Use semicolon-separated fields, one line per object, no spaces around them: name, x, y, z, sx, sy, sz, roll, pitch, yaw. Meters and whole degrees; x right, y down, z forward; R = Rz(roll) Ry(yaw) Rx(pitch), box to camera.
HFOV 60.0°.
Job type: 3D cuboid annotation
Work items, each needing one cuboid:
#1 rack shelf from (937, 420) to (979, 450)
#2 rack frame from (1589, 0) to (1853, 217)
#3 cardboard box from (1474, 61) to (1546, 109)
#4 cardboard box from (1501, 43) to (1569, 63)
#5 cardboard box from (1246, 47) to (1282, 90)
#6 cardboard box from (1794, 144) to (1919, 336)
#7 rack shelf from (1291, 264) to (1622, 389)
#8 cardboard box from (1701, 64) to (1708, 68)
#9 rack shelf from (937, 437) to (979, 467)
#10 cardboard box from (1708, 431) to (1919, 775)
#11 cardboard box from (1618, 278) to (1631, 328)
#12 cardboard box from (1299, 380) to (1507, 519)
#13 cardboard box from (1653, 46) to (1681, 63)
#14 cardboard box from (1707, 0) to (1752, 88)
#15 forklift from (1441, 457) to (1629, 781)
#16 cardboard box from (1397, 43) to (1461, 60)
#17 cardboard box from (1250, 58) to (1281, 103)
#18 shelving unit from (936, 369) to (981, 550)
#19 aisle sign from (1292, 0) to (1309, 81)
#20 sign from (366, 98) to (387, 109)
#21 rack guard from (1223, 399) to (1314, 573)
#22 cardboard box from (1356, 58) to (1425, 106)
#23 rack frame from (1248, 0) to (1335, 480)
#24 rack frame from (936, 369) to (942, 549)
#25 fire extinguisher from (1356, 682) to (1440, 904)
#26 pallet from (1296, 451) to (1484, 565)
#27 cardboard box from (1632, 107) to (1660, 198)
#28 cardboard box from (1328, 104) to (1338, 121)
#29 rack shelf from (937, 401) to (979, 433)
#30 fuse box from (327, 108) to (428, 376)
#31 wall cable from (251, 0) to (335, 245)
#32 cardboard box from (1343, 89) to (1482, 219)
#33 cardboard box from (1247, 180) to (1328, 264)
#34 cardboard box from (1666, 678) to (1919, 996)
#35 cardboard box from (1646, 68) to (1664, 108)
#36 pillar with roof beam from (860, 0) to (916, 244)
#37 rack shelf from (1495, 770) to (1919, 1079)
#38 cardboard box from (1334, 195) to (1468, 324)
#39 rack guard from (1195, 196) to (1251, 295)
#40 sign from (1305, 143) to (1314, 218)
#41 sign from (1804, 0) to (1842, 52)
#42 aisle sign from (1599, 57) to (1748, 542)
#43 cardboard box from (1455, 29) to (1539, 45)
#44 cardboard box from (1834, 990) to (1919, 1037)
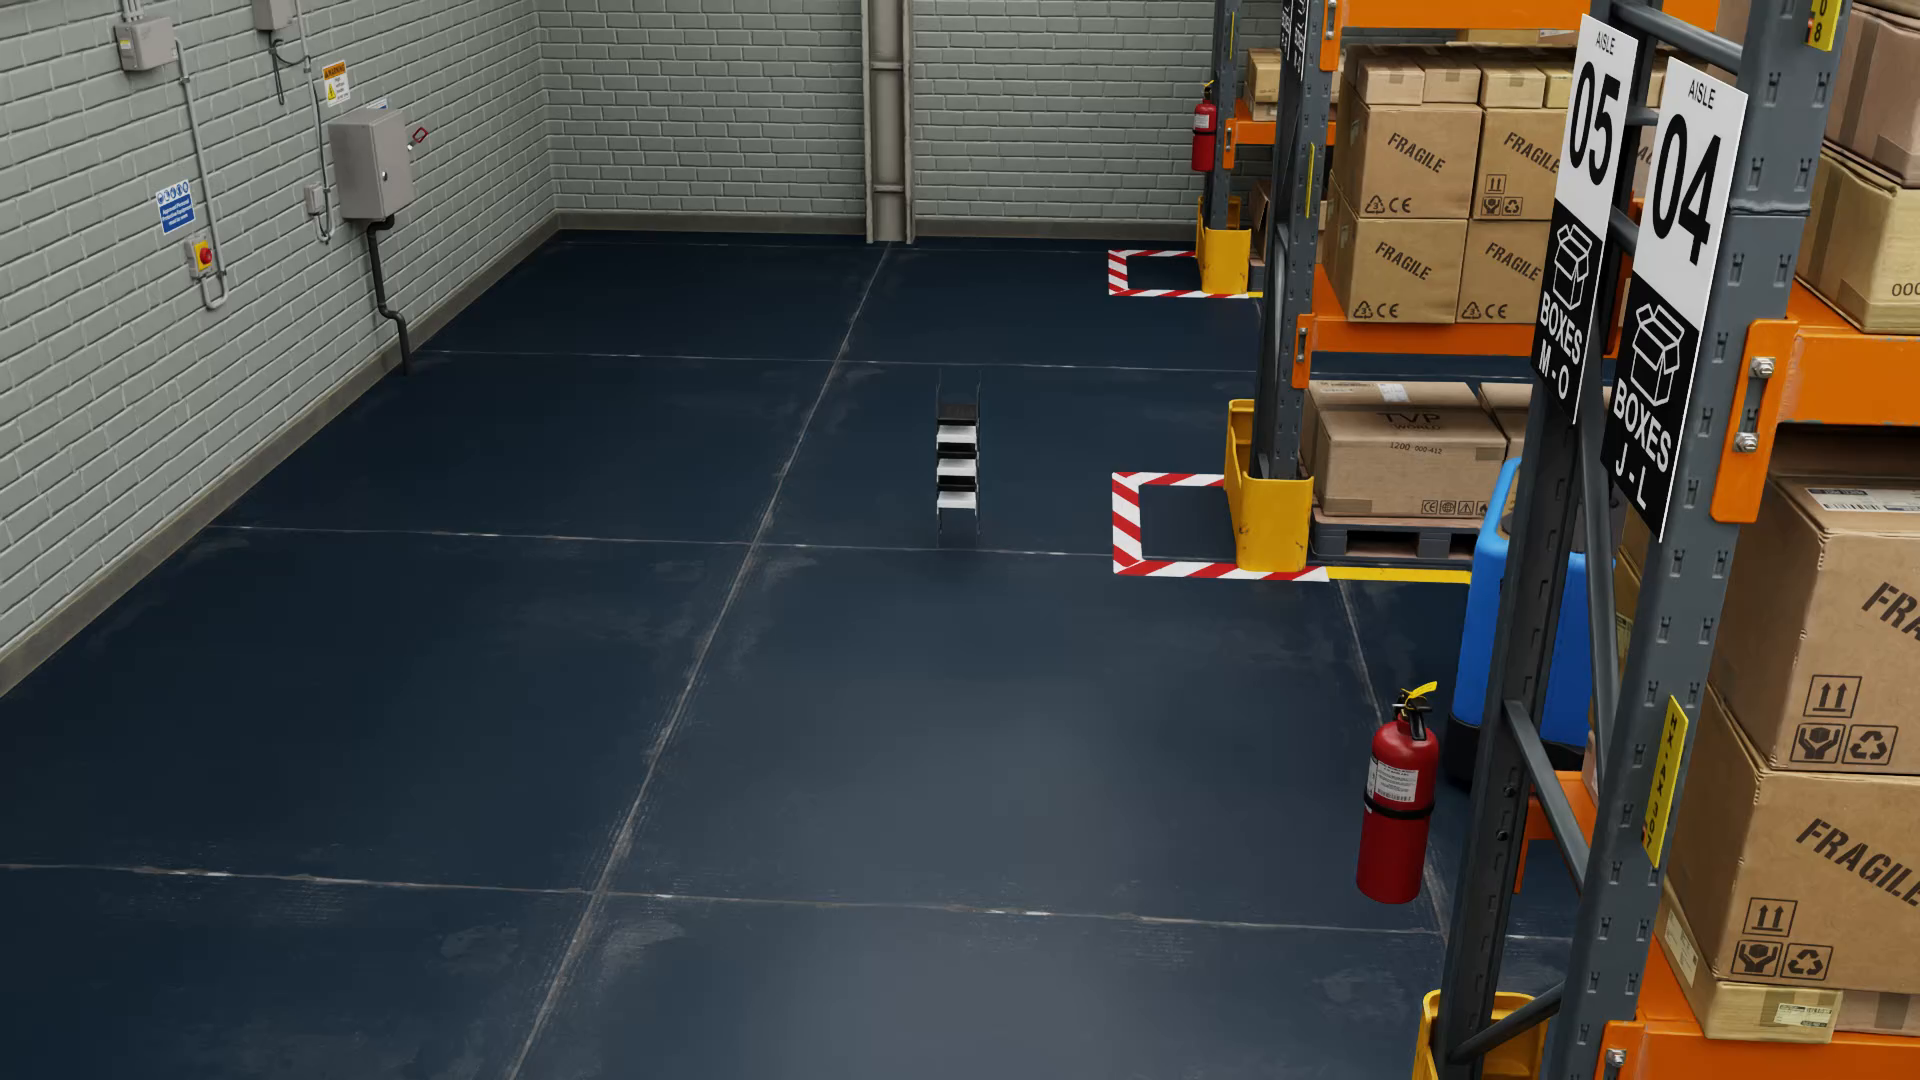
rack shelf;-0.008;-0.542;8.501;0.200;0.077;0.258;2;25;4
rack frame;1.367;-2.103;2.554;0.127;3.000;1.000;2;25;4
cardboard box;2.496;-2.076;7.582;0.250;0.149;0.380;3;25;6
cardboard box;2.786;-2.313;8.097;0.250;0.149;0.380;2;25;5
cardboard box;2.501;-3.675;12.973;0.500;0.250;0.500;3;25;6
cardboard box;1.796;-0.551;2.950;0.500;0.250;0.500;3;25;6
rack shelf;3.640;-1.053;8.310;4.000;0.370;1.077;2;25;4
cardboard box;3.521;-2.044;7.512;0.250;0.149;0.380;1;25;3
rack shelf;-0.008;-0.461;8.539;0.200;0.077;0.258;2;25;4
cardboard box;1.795;0.113;3.244;0.500;0.500;0.500;2;25;4
cardboard box;3.115;-1.326;7.923;0.500;0.500;0.500;2;25;4
cardboard box;2.311;-0.491;8.791;0.875;0.438;0.875;1;25;2
cardboard box;3.295;-2.292;8.051;0.250;0.149;0.380;2;25;5
cardboard box;1.846;-0.990;3.306;0.500;0.250;0.500;1;25;2
forklift;3.485;-0.296;5.887;3.031;2.935;1.130;10;27;21
cardboard box;2.274;-2.312;8.094;0.250;0.149;0.380;2;25;5
cardboard box;2.454;-3.453;12.489;0.500;0.250;0.500;2;25;4
shelving unit;-0.008;-0.409;8.562;0.210;0.900;0.258;2;25;4
aisle sign;1.552;-2.506;7.498;0.004;0.787;0.394;2;25;4
sign;-3.841;-2.654;11.044;0.001;0.494;0.329;2;25;4
rack guard;1.622;-0.309;8.823;0.348;0.500;1.175;2;25;4
cardboard box;1.978;-2.111;7.658;0.250;0.149;0.380;2;25;5
rack frame;1.646;-1.444;8.299;0.127;3.000;1.000;2;25;4
rack frame;-0.109;-0.412;8.570;0.006;0.900;0.240;2;25;4
fire extinguisher;1.152;0.627;4.338;0.183;0.674;0.296;2;25;4
pallet;2.449;-0.184;8.897;1.213;0.211;1.003;2;25;4
cardboard box;3.132;-1.782;7.719;0.500;0.500;0.500;2;25;4
cardboard box;2.850;-3.291;12.614;0.250;0.149;0.380;2;25;3
rack shelf;-0.008;-0.624;8.464;0.200;0.077;0.258;2;25;4
fuse box;-3.672;-1.900;10.832;0.414;1.711;0.539;2;25;4
wall cable;-3.881;-2.667;9.743;0.122;1.984;0.588;2;25;4
cardboard box;2.102;-1.809;7.777;0.500;0.500;0.500;1;25;3
cardboard box;2.625;-2.510;13.101;0.637;0.503;0.797;1;25;2
cardboard box;1.794;0.572;3.444;0.500;0.500;0.500;3;25;6
cardboard box;3.025;-2.089;7.610;0.250;0.149;0.380;2;25;5
pillar with roof beam;-0.927;-4.905;8.646;0.400;9.000;9.100;2;25;4
rack shelf;3.362;1.014;3.819;4.000;0.370;1.077;2;25;4
cardboard box;2.102;-1.354;7.984;0.500;0.500;0.500;2;25;4
rack guard;2.098;-2.374;13.312;0.348;0.500;1.175;2;25;4
sign;1.597;-1.642;7.599;0.005;0.325;0.100;2;25;4
sign;1.326;-0.911;2.507;0.005;0.325;0.100;2;25;4
aisle sign;1.272;-0.436;2.998;0.004;0.787;0.394;2;25;4
cardboard box;3.949;-3.745;12.228;0.500;0.500;0.500;2;25;5
cardboard box;1.922;0.875;3.561;0.250;0.149;0.380;3;25;6
